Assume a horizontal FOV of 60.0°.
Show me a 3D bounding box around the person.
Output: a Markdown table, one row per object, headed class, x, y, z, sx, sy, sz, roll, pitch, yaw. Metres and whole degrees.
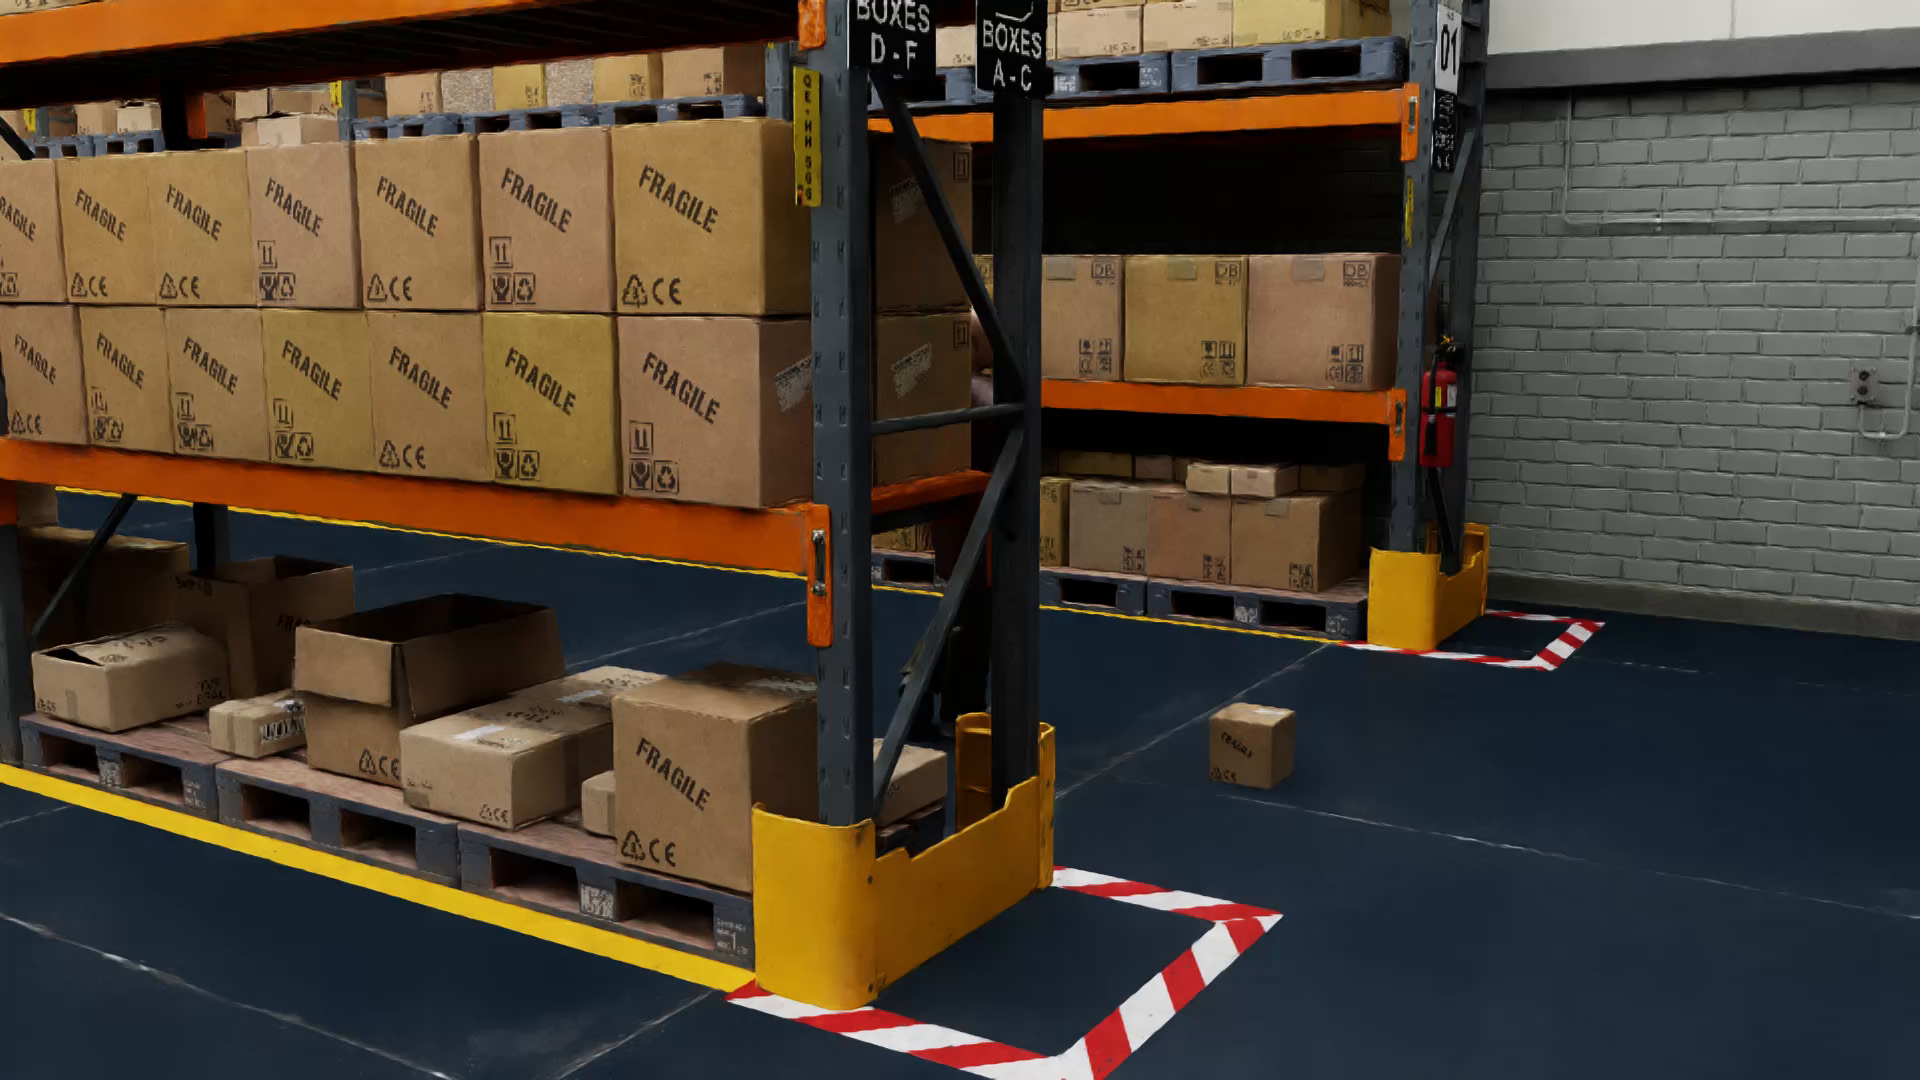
| class | x | y | z | sx | sy | sz | roll | pitch | yaw |
| --- | --- | --- | --- | --- | --- | --- | --- | --- | --- |
| person | 0.040 | -0.054 | 6.756 | 0.511 | 1.776 | 0.643 | -6 | 11 | -31 |
